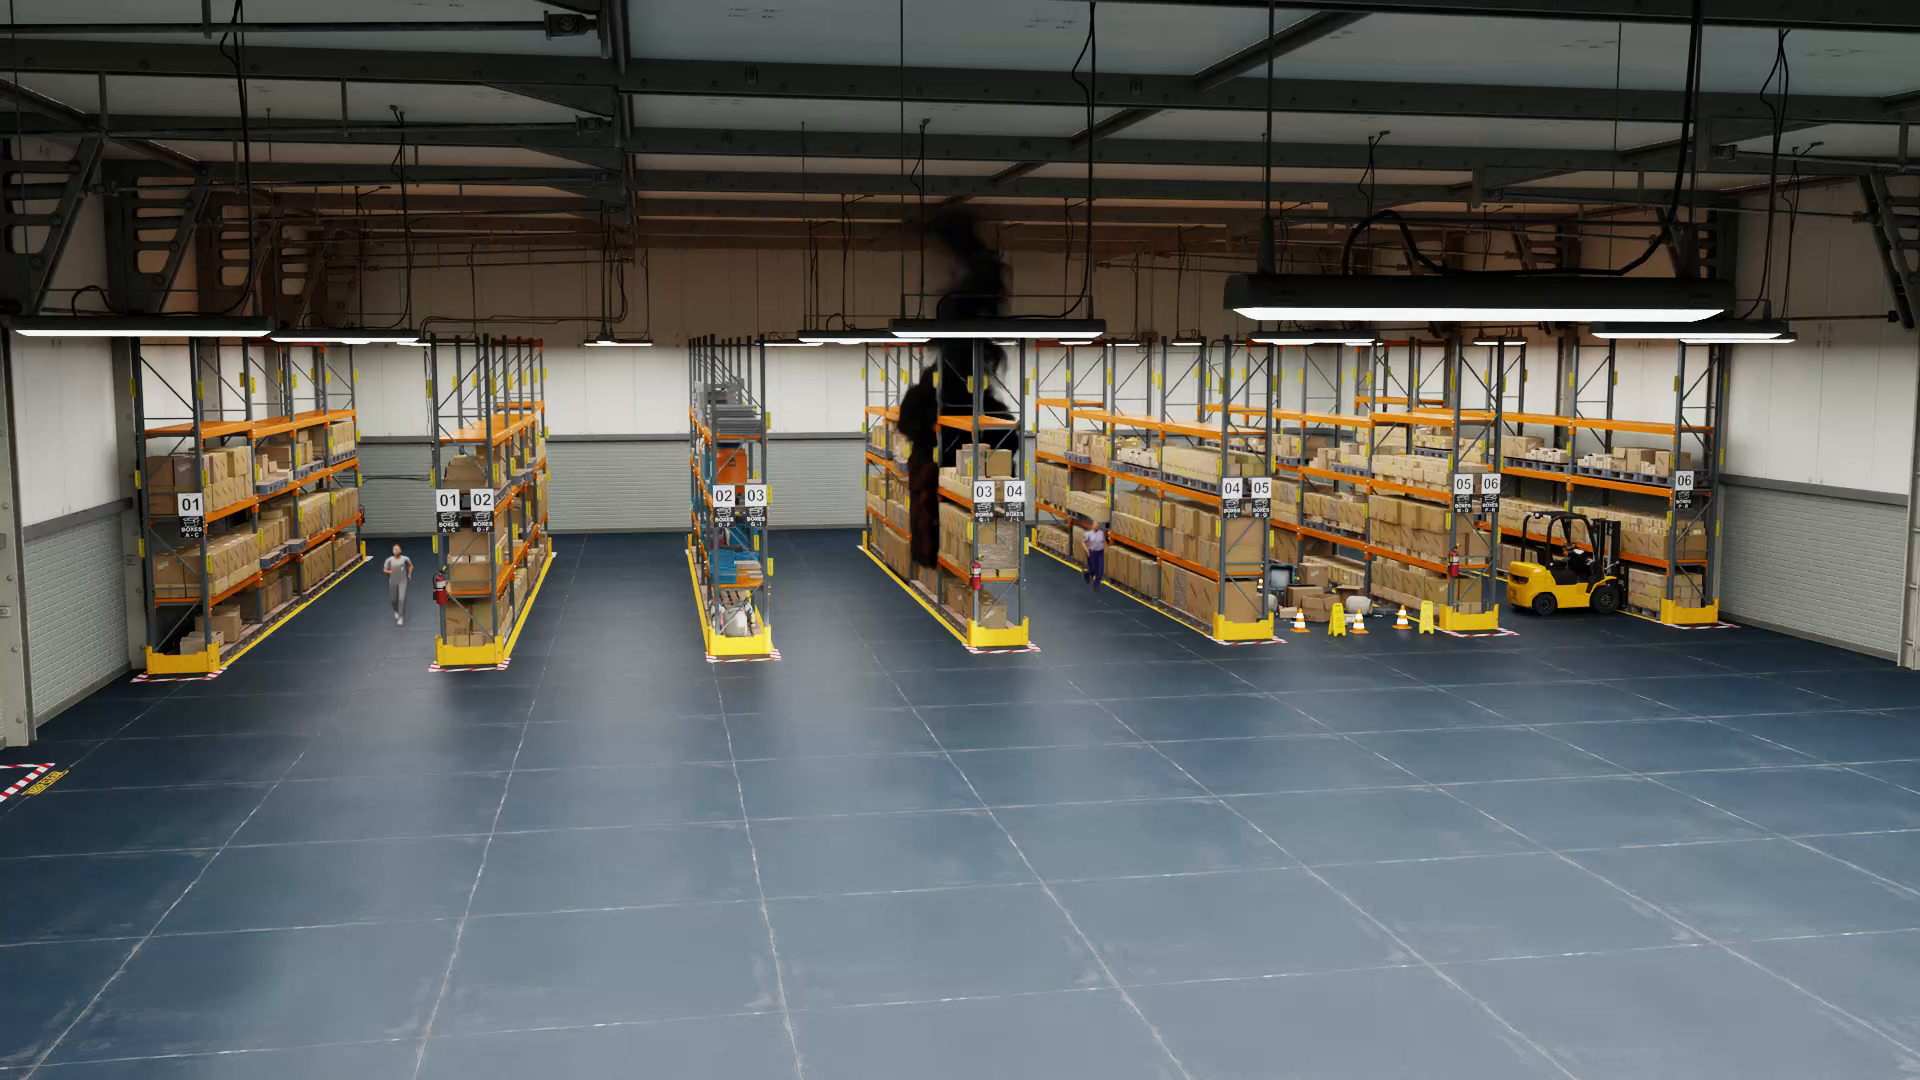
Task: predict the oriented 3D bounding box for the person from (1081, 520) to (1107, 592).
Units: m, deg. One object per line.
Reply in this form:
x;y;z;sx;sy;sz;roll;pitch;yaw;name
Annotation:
3.042;0.349;37.504;0.609;1.617;0.584;-2;7;-16;person

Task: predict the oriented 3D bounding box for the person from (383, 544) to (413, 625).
-11.733;0.900;34.743;0.569;1.647;0.963;-2;7;-14;person

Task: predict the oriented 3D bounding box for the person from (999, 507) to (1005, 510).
1.239;-0.739;49.492;0.683;1.639;0.695;-2;7;-17;person

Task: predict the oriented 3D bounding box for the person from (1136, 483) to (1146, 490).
5.537;-0.961;50.599;0.888;1.790;0.677;0;7;-2;person
